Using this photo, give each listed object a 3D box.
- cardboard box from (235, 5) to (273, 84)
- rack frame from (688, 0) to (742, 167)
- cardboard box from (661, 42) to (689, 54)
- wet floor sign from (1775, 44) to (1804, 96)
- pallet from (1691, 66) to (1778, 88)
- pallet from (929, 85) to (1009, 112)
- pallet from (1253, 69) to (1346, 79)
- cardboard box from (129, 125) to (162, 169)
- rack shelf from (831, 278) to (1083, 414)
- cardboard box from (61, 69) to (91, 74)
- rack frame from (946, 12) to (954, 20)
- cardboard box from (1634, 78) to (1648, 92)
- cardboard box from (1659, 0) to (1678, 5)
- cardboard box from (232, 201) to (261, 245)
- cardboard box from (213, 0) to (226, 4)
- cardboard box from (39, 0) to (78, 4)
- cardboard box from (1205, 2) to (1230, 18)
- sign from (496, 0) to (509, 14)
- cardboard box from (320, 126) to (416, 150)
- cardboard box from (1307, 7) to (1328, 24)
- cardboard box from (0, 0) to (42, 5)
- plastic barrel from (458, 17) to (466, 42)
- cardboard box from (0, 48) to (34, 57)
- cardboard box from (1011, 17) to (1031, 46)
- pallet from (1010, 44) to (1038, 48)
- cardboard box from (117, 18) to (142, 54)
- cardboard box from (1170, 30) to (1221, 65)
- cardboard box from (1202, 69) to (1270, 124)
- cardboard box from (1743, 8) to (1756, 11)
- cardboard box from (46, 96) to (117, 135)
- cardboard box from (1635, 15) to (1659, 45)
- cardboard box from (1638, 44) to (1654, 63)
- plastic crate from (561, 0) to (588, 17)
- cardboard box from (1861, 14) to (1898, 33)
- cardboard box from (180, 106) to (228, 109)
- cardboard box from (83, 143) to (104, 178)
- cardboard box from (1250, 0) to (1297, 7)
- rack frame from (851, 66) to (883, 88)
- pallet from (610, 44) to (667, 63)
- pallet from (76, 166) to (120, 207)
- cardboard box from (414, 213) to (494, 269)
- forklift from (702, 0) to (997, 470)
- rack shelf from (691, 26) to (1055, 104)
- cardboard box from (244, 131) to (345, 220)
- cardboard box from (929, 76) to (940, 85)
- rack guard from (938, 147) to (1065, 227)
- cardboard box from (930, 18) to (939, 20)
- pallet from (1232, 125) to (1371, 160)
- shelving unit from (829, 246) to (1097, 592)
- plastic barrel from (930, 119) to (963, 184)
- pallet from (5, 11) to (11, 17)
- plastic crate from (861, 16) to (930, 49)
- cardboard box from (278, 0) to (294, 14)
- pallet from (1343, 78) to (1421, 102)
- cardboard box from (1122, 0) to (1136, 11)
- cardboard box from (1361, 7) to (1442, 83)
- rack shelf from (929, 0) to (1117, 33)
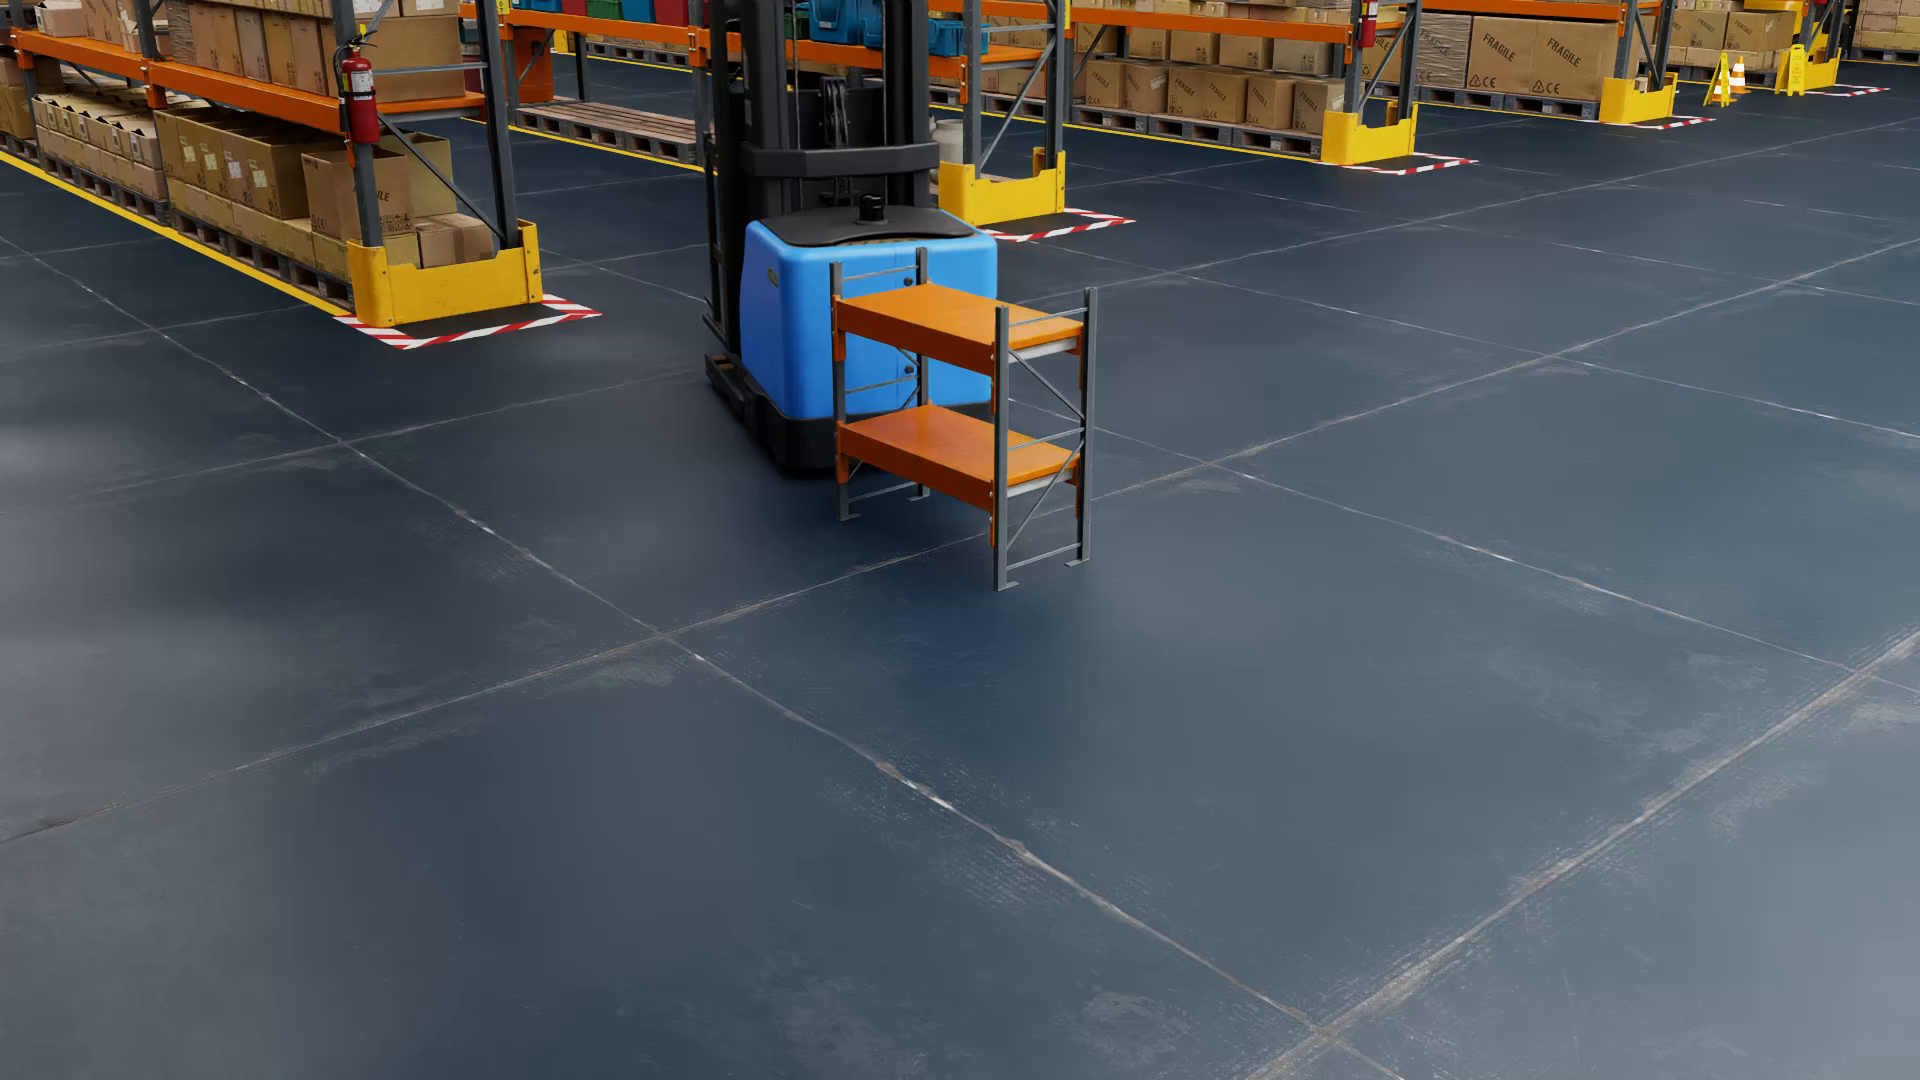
[{"bbox_3d":[-4.624,-3.508,11.691,0.700,0.500,0.500,-16,27,-36],"label":"cardboard box"},{"bbox_3d":[-2.173,-5.186,16.112,1.000,3.000,0.127,-17,27,-37],"label":"rack frame"},{"bbox_3d":[-4.013,-7.983,25.590,0.875,0.875,0.875,-17,27,-37],"label":"cardboard box"},{"bbox_3d":[11.011,-6.216,21.969,0.267,0.644,0.232,-8,23,-19],"label":"wet floor sign"},{"bbox_3d":[11.145,-6.574,23.480,1.003,0.211,1.213,-17,27,-37],"label":"pallet"},{"bbox_3d":[0.270,-5.619,21.040,1.003,0.211,1.213,-17,27,-37],"label":"pallet"},{"bbox_3d":[4.842,-6.415,23.072,1.003,0.211,1.213,-17,27,-37],"label":"pallet"},{"bbox_3d":[-6.409,-3.228,13.538,0.500,0.311,0.500,-17,27,-37],"label":"cardboard box"},{"bbox_3d":[-0.004,-0.798,6.677,0.538,0.278,1.000,-17,27,-37],"label":"rack shelf"},{"bbox_3d":[-9.634,-4.774,17.883,0.500,0.500,0.500,-19,28,-39],"label":"cardboard box"},{"bbox_3d":[0.181,-9.728,27.708,1.000,3.000,0.127,-17,27,-37],"label":"rack frame"},{"bbox_3d":[9.313,-6.173,22.540,0.380,0.149,0.250,-4,22,-10],"label":"cardboard box"},{"bbox_3d":[12.496,-9.138,28.882,0.875,0.625,0.625,-16,26,-35],"label":"cardboard box"},{"bbox_3d":[-4.879,-2.307,11.956,0.500,0.250,0.500,-17,27,-37],"label":"cardboard box"},{"bbox_3d":[-5.055,-3.881,11.753,0.380,0.149,0.250,-18,28,-39],"label":"cardboard box"},{"bbox_3d":[-8.334,-4.961,15.658,0.500,0.311,0.500,-15,26,-34],"label":"cardboard box"},{"bbox_3d":[2.789,-5.562,17.416,0.380,0.149,0.250,-17,27,-37],"label":"cardboard box"},{"bbox_3d":[-2.892,-3.473,10.443,0.100,0.325,0.005,-17,27,-37],"label":"sign"},{"bbox_3d":[-4.162,-2.641,11.780,0.500,0.500,0.500,-17,27,-37],"label":"cardboard box"},{"bbox_3d":[3.685,-5.242,16.598,0.380,0.149,0.250,-17,27,-37],"label":"cardboard box"},{"bbox_3d":[-9.035,-5.502,16.206,0.500,0.500,0.700,12,24,28],"label":"cardboard box"},{"bbox_3d":[-6.590,-6.265,21.167,0.600,0.901,0.708,-17,27,-37],"label":"plastic barrel"},{"bbox_3d":[-10.038,-5.002,17.437,0.500,0.250,0.500,-18,28,-38],"label":"cardboard box"},{"bbox_3d":[1.161,-8.205,26.672,0.500,0.500,0.500,-17,27,-37],"label":"cardboard box"},{"bbox_3d":[1.491,-7.878,26.808,1.003,0.211,1.213,-17,27,-37],"label":"pallet"},{"bbox_3d":[-6.641,-4.144,13.637,0.396,0.266,0.258,-18,28,-39],"label":"cardboard box"},{"bbox_3d":[3.695,-7.341,24.122,1.050,0.750,0.750,-17,27,-37],"label":"cardboard box"},{"bbox_3d":[2.985,-4.802,17.984,0.500,0.500,0.500,-14,26,-33],"label":"cardboard box"},{"bbox_3d":[11.020,-7.322,23.731,0.500,0.500,0.500,-19,28,-39],"label":"cardboard box"},{"bbox_3d":[-8.070,-3.932,15.334,0.500,0.311,0.500,-18,28,-39],"label":"cardboard box"},{"bbox_3d":[9.963,-7.473,24.116,0.500,0.500,0.500,-16,26,-35],"label":"cardboard box"},{"bbox_3d":[9.973,-7.121,24.247,0.500,0.250,0.500,-18,28,-38],"label":"cardboard box"},{"bbox_3d":[-3.961,-5.802,17.596,0.402,0.464,0.583,-17,27,-37],"label":"plastic crate"},{"bbox_3d":[14.582,-8.151,26.190,0.500,0.250,0.500,-18,28,-38],"label":"cardboard box"},{"bbox_3d":[-6.670,-3.640,14.590,0.500,0.311,0.500,-19,28,-39],"label":"cardboard box"},{"bbox_3d":[-7.412,-3.391,14.723,0.500,0.250,0.500,-17,27,-36],"label":"cardboard box"},{"bbox_3d":[3.435,-5.713,16.912,0.875,0.500,0.500,-17,27,-37],"label":"cardboard box"},{"bbox_3d":[-1.032,-7.470,21.944,1.000,3.000,0.127,-17,27,-37],"label":"rack frame"},{"bbox_3d":[-4.880,-7.843,26.719,1.003,0.211,1.213,-17,27,-37],"label":"pallet"},{"bbox_3d":[-7.239,-3.241,14.969,1.003,0.211,1.213,-17,27,-37],"label":"pallet"},{"bbox_3d":[-3.498,-2.019,11.220,0.500,0.250,0.500,-17,27,-37],"label":"cardboard box"},{"bbox_3d":[-0.768,-2.193,8.564,1.130,2.935,3.031,-7,22,-17],"label":"forklift"},{"bbox_3d":[-0.867,-4.298,14.832,1.077,0.370,4.000,-17,27,-37],"label":"rack shelf"},{"bbox_3d":[-4.556,-2.517,11.464,0.500,0.500,0.500,-17,27,-37],"label":"cardboard box"},{"bbox_3d":[-0.207,-6.181,21.475,0.500,0.500,0.700,20,29,41],"label":"cardboard box"},{"bbox_3d":[0.353,-2.927,13.771,1.175,0.500,0.348,-17,27,-37],"label":"rack guard"},{"bbox_3d":[-0.571,-6.682,21.728,0.500,0.250,0.500,-16,27,-35],"label":"cardboard box"},{"bbox_3d":[3.637,-4.215,17.457,1.003,0.211,1.213,-17,27,-37],"label":"pallet"},{"bbox_3d":[-0.004,-0.526,6.784,0.538,1.125,1.048,-17,27,-37],"label":"shelving unit"},{"bbox_3d":[-0.049,-3.282,14.085,0.421,0.512,0.421,0,21,0],"label":"plastic barrel"},{"bbox_3d":[-9.812,-5.560,17.329,1.003,0.211,1.213,-17,27,-37],"label":"pallet"},{"bbox_3d":[-0.535,-4.259,13.950,0.499,0.251,0.408,-17,27,-37],"label":"plastic crate"},{"bbox_3d":[-4.212,-3.524,10.842,0.380,0.149,0.250,-17,27,-37],"label":"cardboard box"},{"bbox_3d":[5.840,-5.991,21.990,1.003,0.211,1.213,-17,27,-37],"label":"pallet"},{"bbox_3d":[2.000,-5.916,18.319,0.380,0.149,0.250,-17,27,-37],"label":"cardboard box"},{"bbox_3d":[5.761,-6.534,21.890,0.875,0.875,0.875,-17,27,-37],"label":"cardboard box"},{"bbox_3d":[0.274,-6.583,20.664,1.077,0.370,4.000,-17,27,-37],"label":"rack shelf"}]
